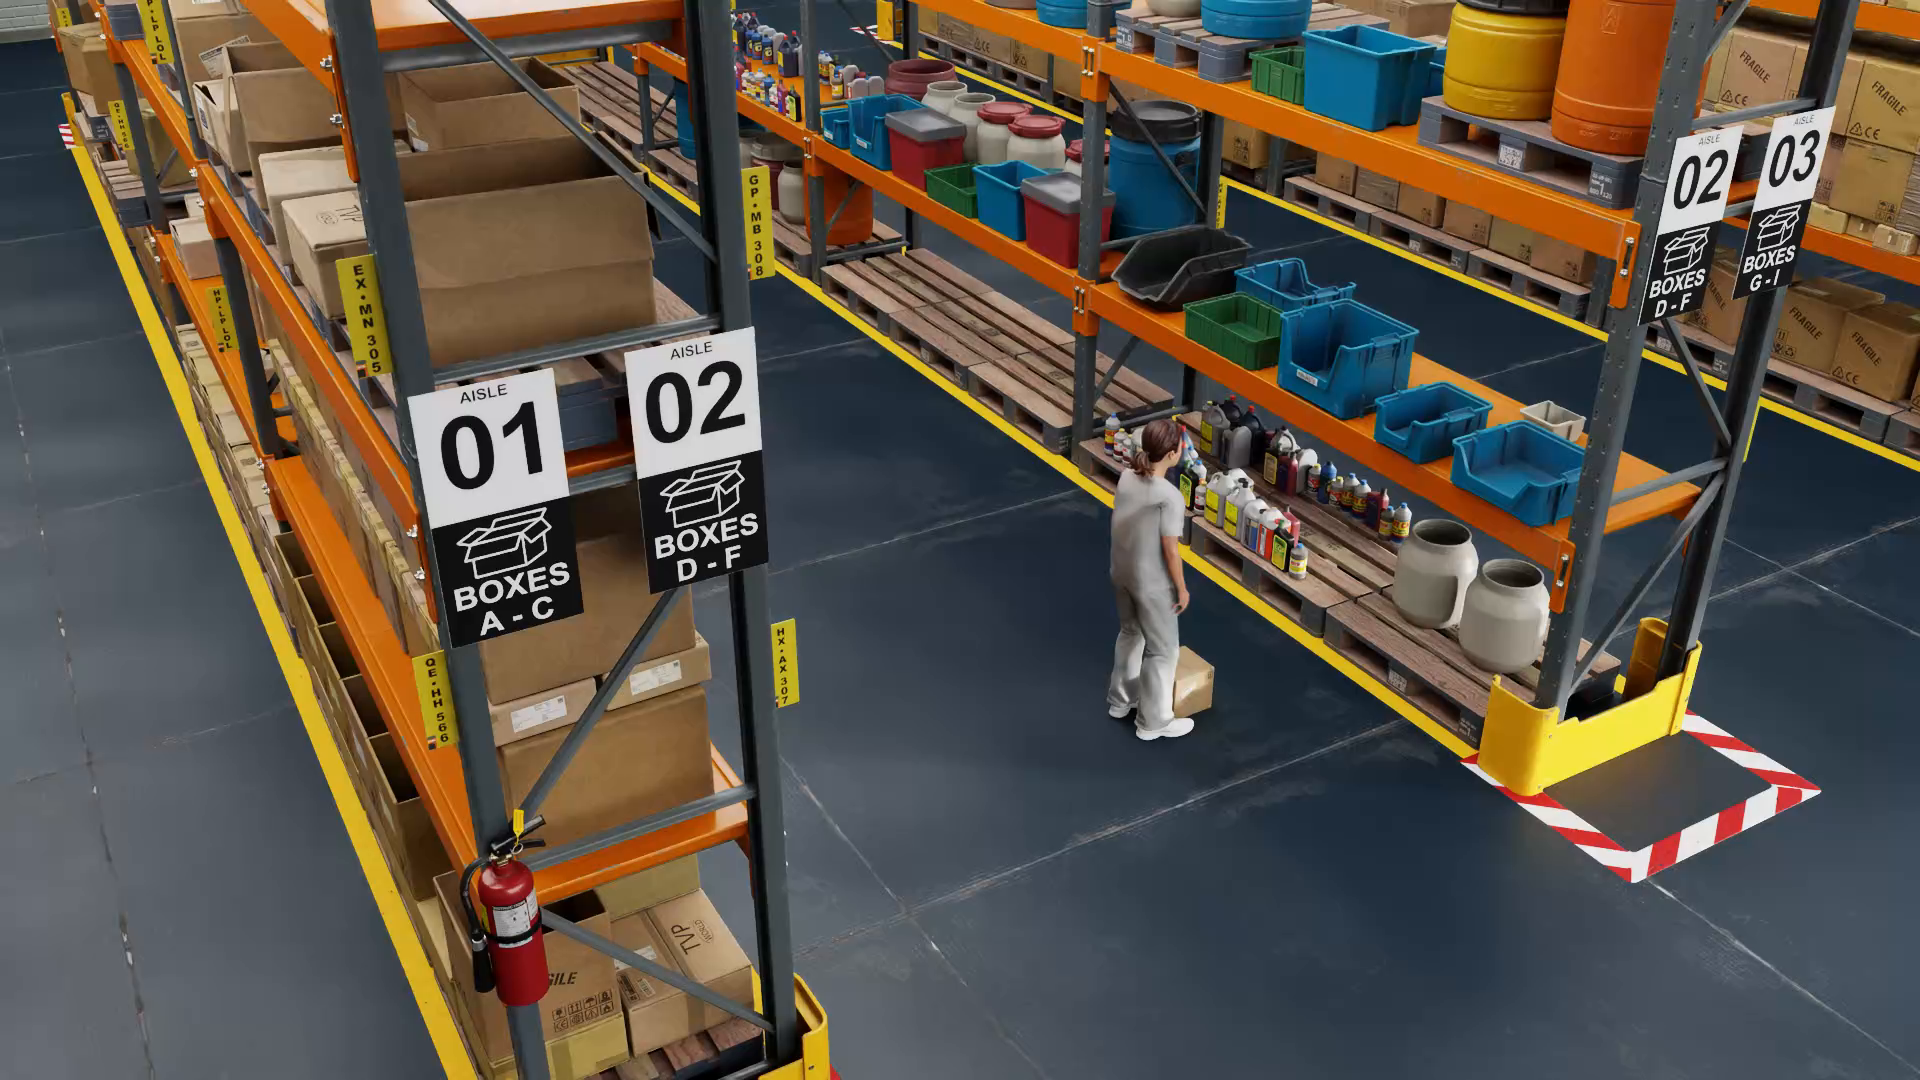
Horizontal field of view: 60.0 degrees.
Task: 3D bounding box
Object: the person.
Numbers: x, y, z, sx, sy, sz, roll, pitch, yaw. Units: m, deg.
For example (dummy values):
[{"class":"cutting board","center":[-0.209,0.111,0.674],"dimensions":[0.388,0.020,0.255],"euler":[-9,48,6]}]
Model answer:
[{"class":"person","center":[0.934,0.188,8.221],"dimensions":[0.353,1.673,0.511],"euler":[-17,34,-28]}]
